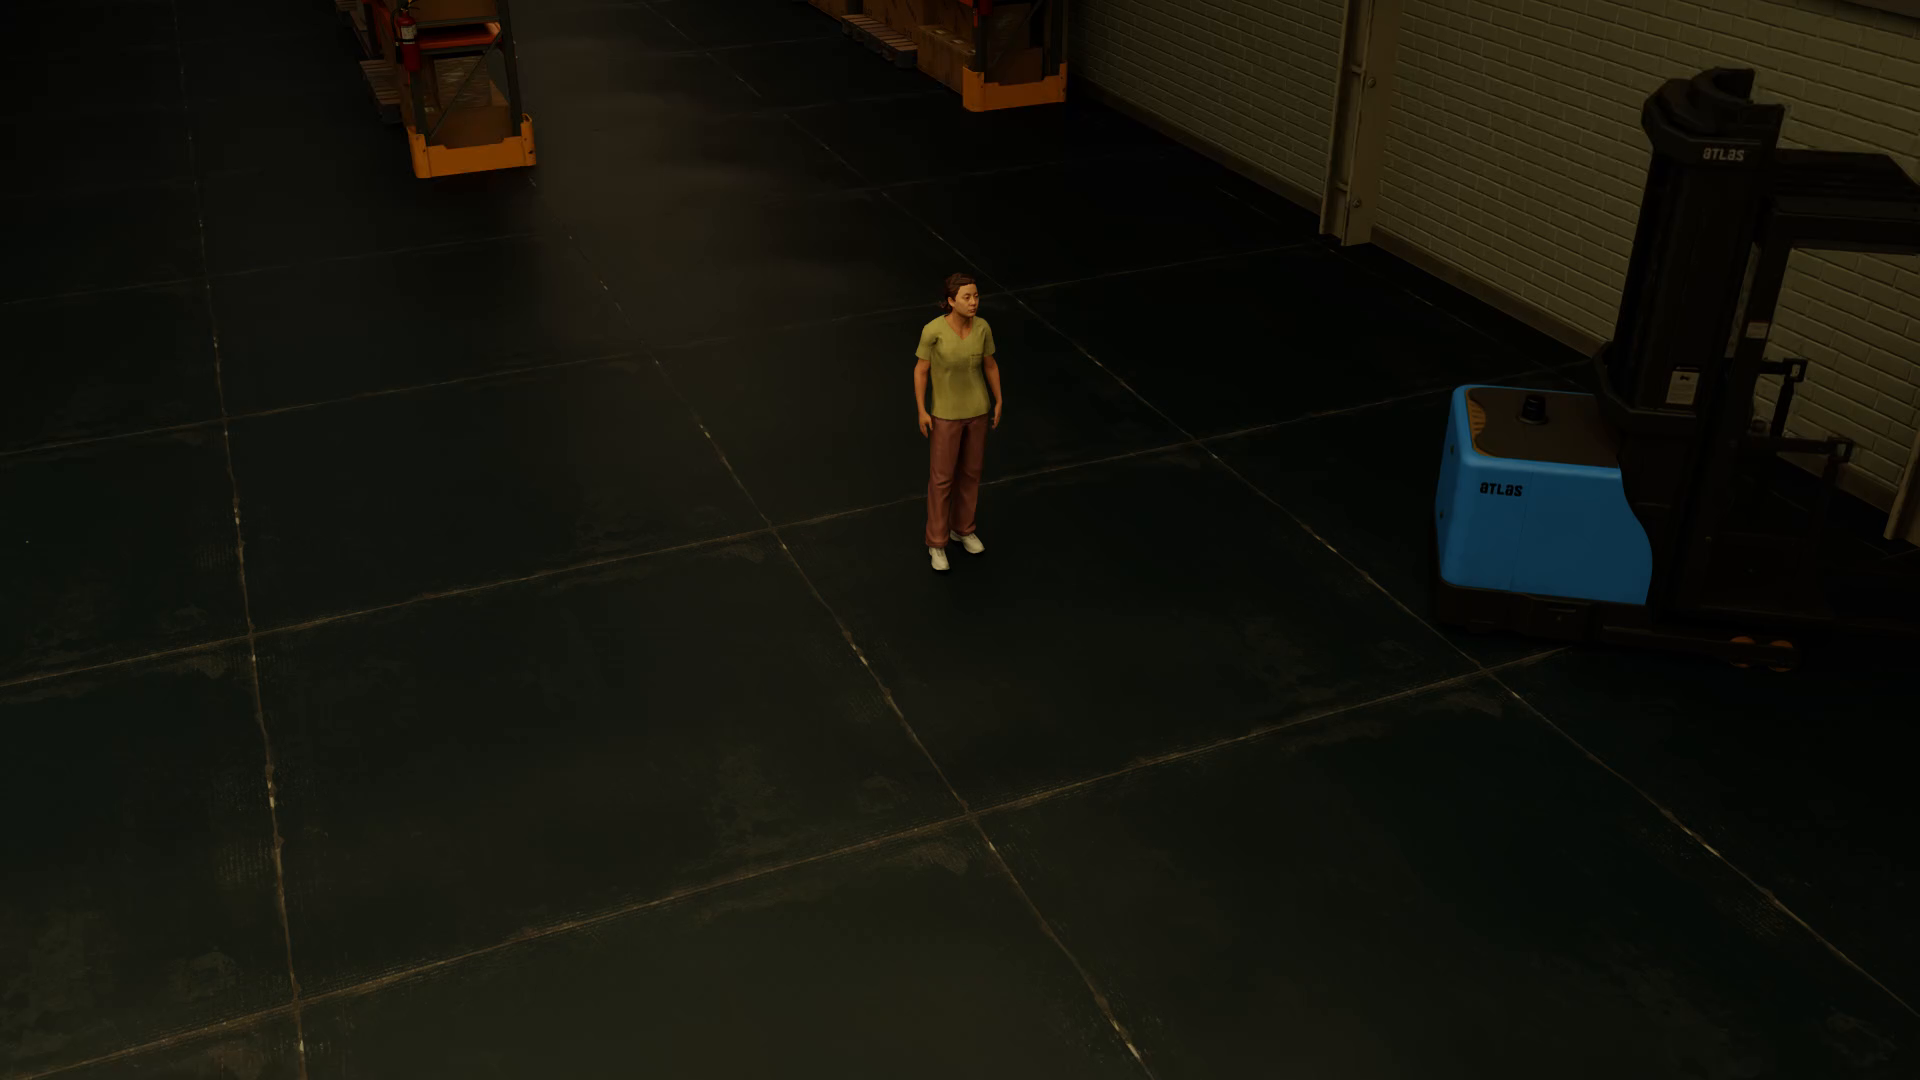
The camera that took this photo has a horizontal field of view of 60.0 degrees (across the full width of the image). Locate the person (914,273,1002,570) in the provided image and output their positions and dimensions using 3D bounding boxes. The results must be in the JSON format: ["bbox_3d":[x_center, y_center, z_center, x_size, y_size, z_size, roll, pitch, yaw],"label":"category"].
[{"bbox_3d":[0.019,-0.698,9.591,0.555,1.675,0.549,-12,32,-20],"label":"person"}]

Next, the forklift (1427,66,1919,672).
[{"bbox_3d":[4.189,-0.859,8.622,3.031,2.935,1.130,6,30,10],"label":"forklift"}]
